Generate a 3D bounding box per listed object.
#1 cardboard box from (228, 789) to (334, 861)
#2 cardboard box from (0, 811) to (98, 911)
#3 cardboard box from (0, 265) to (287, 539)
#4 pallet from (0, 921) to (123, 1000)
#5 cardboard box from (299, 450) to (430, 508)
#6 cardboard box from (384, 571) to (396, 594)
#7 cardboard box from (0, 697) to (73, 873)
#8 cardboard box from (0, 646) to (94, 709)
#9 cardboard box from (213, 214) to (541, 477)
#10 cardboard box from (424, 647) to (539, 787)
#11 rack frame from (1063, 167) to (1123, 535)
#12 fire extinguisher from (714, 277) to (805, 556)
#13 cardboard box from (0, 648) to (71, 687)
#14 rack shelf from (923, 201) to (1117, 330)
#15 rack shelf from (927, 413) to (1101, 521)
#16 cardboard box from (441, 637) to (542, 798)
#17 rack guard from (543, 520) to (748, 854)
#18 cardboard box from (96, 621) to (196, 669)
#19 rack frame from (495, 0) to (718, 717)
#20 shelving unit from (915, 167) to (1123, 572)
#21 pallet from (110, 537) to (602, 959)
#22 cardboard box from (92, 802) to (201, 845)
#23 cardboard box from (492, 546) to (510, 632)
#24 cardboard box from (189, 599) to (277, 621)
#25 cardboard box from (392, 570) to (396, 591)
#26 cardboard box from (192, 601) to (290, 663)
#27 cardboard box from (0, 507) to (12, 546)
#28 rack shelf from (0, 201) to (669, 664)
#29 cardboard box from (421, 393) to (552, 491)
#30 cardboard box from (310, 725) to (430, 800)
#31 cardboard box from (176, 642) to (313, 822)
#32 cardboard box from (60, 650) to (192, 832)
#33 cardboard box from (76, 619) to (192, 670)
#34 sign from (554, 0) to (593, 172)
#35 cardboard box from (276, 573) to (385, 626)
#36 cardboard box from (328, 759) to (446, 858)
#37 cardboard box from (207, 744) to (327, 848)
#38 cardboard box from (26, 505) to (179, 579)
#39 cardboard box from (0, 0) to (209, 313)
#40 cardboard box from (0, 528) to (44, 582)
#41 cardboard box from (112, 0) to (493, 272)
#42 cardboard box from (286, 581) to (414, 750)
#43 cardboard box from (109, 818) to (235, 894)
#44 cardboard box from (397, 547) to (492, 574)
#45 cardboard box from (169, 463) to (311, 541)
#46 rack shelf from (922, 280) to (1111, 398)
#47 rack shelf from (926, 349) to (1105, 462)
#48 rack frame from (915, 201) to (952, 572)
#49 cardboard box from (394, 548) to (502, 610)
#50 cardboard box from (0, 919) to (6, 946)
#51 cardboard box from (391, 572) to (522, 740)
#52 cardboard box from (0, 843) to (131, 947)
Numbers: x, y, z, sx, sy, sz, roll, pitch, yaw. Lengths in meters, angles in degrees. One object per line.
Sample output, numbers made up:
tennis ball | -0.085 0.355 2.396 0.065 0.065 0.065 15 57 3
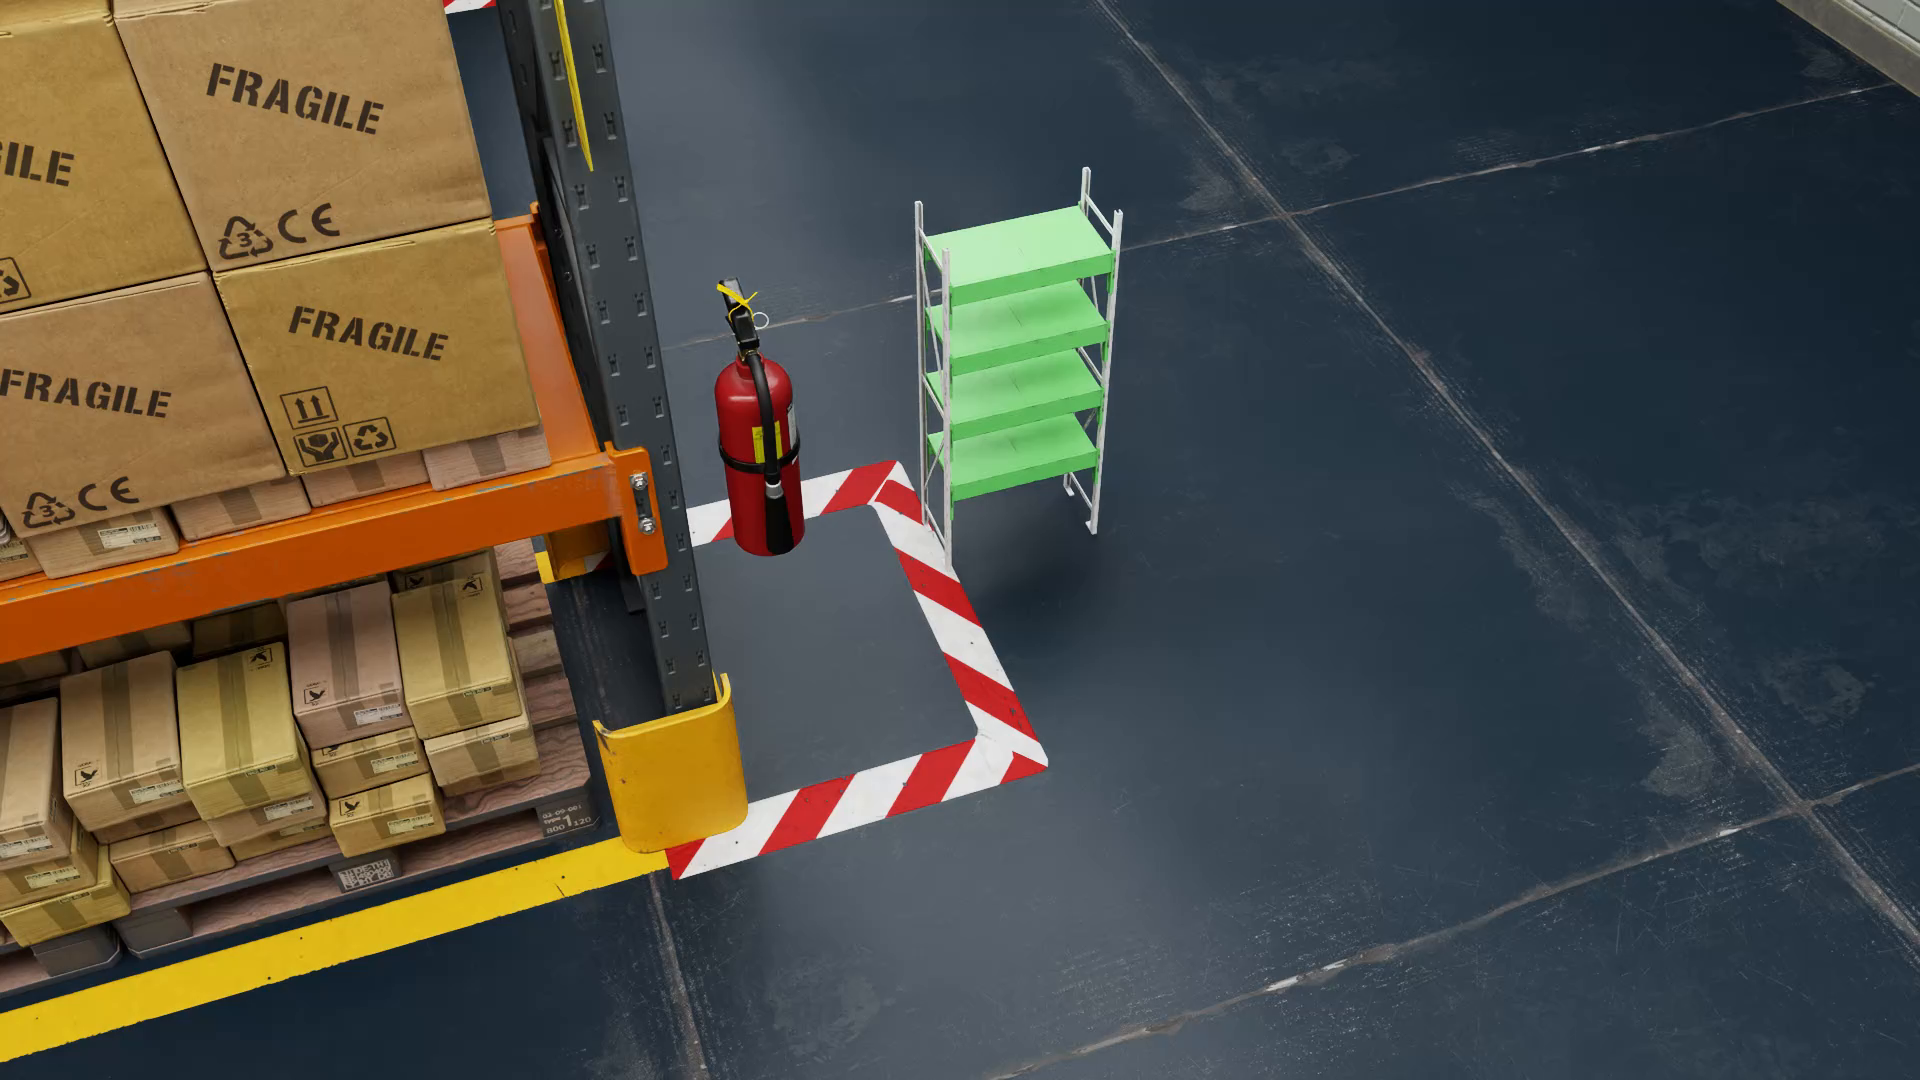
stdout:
cardboard box | -1.755 0.598 4.252 0.250 0.149 0.380 -15 47 -14
cardboard box | -2.215 0.669 3.972 0.250 0.149 0.380 -14 47 -13
cardboard box | -1.666 -0.401 3.251 0.500 0.500 0.500 -15 47 -15
pallet | -2.838 0.805 4.299 1.213 0.211 1.003 -14 47 -14
cardboard box | -1.302 -0.270 3.579 0.250 0.149 0.380 -14 47 -14
cardboard box | -1.702 0.076 4.563 0.250 0.149 0.380 -15 47 -14
cardboard box | -2.212 0.574 3.856 0.250 0.149 0.380 -13 46 -12
cardboard box | -2.397 0.310 4.330 0.250 0.149 0.380 -16 47 -16
cardboard box | -1.180 -0.521 3.371 0.500 0.500 0.500 -13 47 -13
cardboard box | -1.244 0.410 4.230 0.250 0.149 0.380 -16 47 -15
rack frame | 0.385 -0.522 4.923 0.015 1.200 0.240 -14 47 -14
fire extinguisher | -0.451 -0.255 3.704 0.183 0.674 0.296 -14 47 -14
cardboard box | -2.421 0.184 4.245 0.250 0.149 0.380 -13 46 -12
rack shelf | 0.156 -0.757 4.570 0.480 0.148 0.258 -14 47 -14
rack shelf | 0.156 -0.249 5.080 0.480 0.148 0.258 -14 47 -14
cardboard box | -1.269 0.463 4.387 0.250 0.149 0.380 -14 47 -13
rack guard | -0.916 0.240 4.658 0.348 0.500 1.175 -14 47 -14
cardboard box | -2.180 0.183 4.456 0.250 0.149 0.380 -13 47 -13
rack frame | -0.845 -0.661 3.791 0.127 3.000 1.000 -14 47 -14
shelving unit | 0.156 -0.463 4.865 0.503 1.200 0.258 -14 47 -14
pallet | -1.693 0.514 4.589 1.213 0.211 1.003 -14 47 -14
cardboard box | -2.020 0.532 4.109 0.250 0.149 0.380 -15 47 -14
cardboard box | -1.446 0.110 4.739 0.250 0.149 0.380 -13 47 -13
cardboard box | -1.952 0.009 4.420 0.250 0.149 0.380 -14 47 -14
cardboard box | -1.665 0.228 4.622 0.250 0.149 0.380 -15 47 -14
cardboard box | -1.902 0.194 4.446 0.250 0.149 0.380 -14 47 -13
cardboard box | -2.140 -0.273 3.123 0.500 0.500 0.500 -14 47 -14
rack shelf | -2.726 0.074 3.566 4.000 0.370 1.077 -14 47 -14
cardboard box | -1.056 -0.305 3.614 0.250 0.149 0.380 -14 47 -14
cardboard box | -1.509 0.437 4.203 0.250 0.149 0.380 -15 47 -15
cardboard box | -1.713 0.453 3.977 0.250 0.149 0.380 -15 47 -15
cardboard box | -1.978 0.473 3.957 0.250 0.149 0.380 -16 47 -15
cardboard box | -2.157 0.124 4.305 0.250 0.149 0.380 -16 47 -16
sign | -0.675 -0.806 2.895 0.005 0.325 0.100 -14 47 -14
cardboard box | -1.672 0.034 4.395 0.250 0.149 0.380 -14 47 -13
cardboard box | -1.477 0.592 4.258 0.250 0.149 0.380 -13 47 -13
cardboard box | -1.733 0.536 4.105 0.250 0.149 0.380 -16 47 -15
cardboard box | -1.765 -0.123 3.432 0.250 0.149 0.380 -13 47 -13
cardboard box | -1.668 -0.756 2.899 0.500 0.500 0.500 -16 47 -15
cardboard box | -2.023 -0.079 3.389 0.250 0.149 0.380 -16 47 -16
cardboard box | -1.191 -0.878 3.021 0.500 0.500 0.500 -15 47 -15
cardboard box | -1.513 0.306 4.124 0.250 0.149 0.380 -13 47 -13
cardboard box | -1.982 0.667 4.184 0.250 0.149 0.380 -14 47 -13
cardboard box | -1.453 -0.113 4.541 0.250 0.149 0.380 -16 47 -16
cardboard box | -1.533 -0.200 3.509 0.250 0.149 0.380 -15 47 -14
rack shelf | 0.156 -0.588 4.740 0.480 0.148 0.258 -14 47 -14
rack shelf | 0.156 -0.418 4.910 0.480 0.148 0.258 -14 47 -14
rack frame | -0.074 -0.405 4.806 0.015 1.200 0.240 -14 47 -14
cardboard box | -1.425 0.047 4.591 0.250 0.149 0.380 -13 46 -12
cardboard box | -2.465 0.822 4.029 0.250 0.149 0.380 -13 47 -13
cardboard box | -1.257 0.284 4.146 0.250 0.149 0.380 -14 47 -13
cardboard box | -2.201 0.770 4.081 0.250 0.149 0.380 -16 47 -16
